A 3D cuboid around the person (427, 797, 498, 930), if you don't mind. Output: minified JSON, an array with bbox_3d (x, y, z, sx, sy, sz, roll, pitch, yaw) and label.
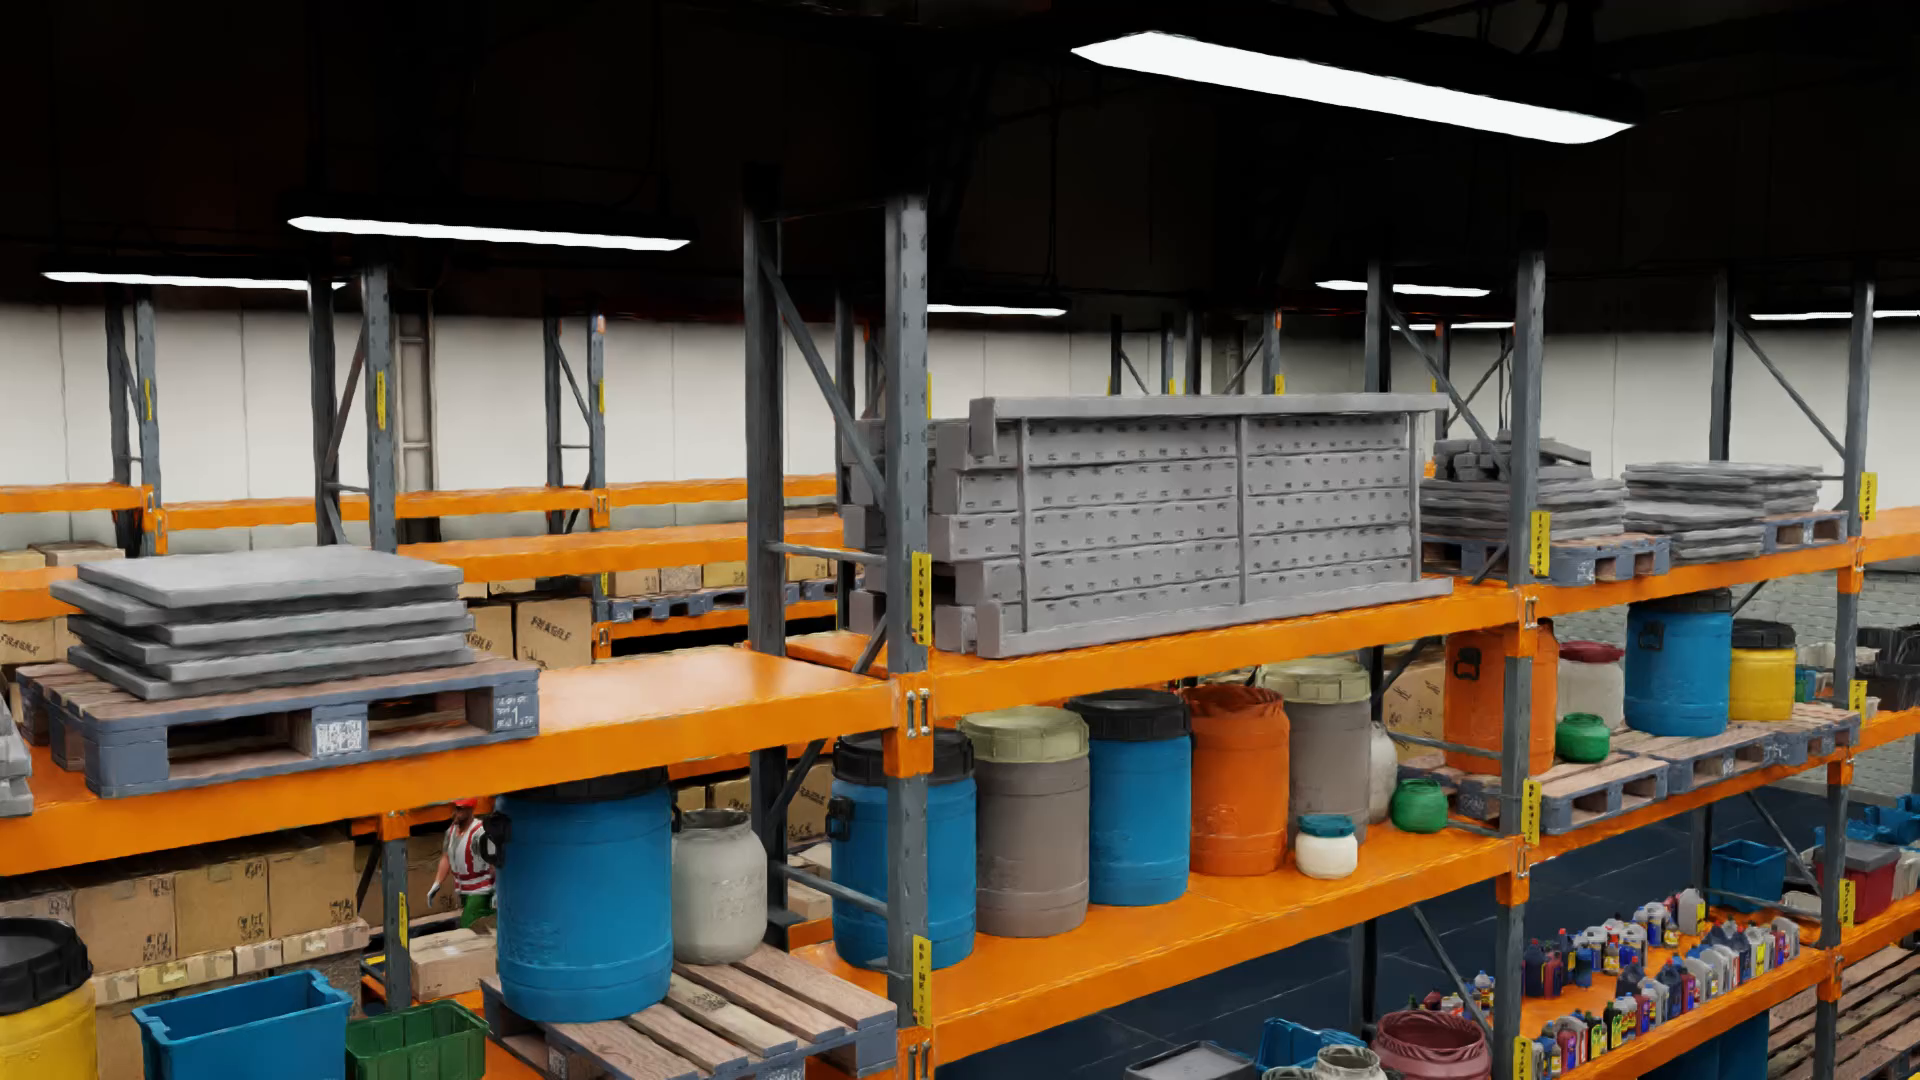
[{"bbox_3d":[-4.152,2.947,14.005,0.528,1.727,1.030,5,7,42],"label":"person"}]
